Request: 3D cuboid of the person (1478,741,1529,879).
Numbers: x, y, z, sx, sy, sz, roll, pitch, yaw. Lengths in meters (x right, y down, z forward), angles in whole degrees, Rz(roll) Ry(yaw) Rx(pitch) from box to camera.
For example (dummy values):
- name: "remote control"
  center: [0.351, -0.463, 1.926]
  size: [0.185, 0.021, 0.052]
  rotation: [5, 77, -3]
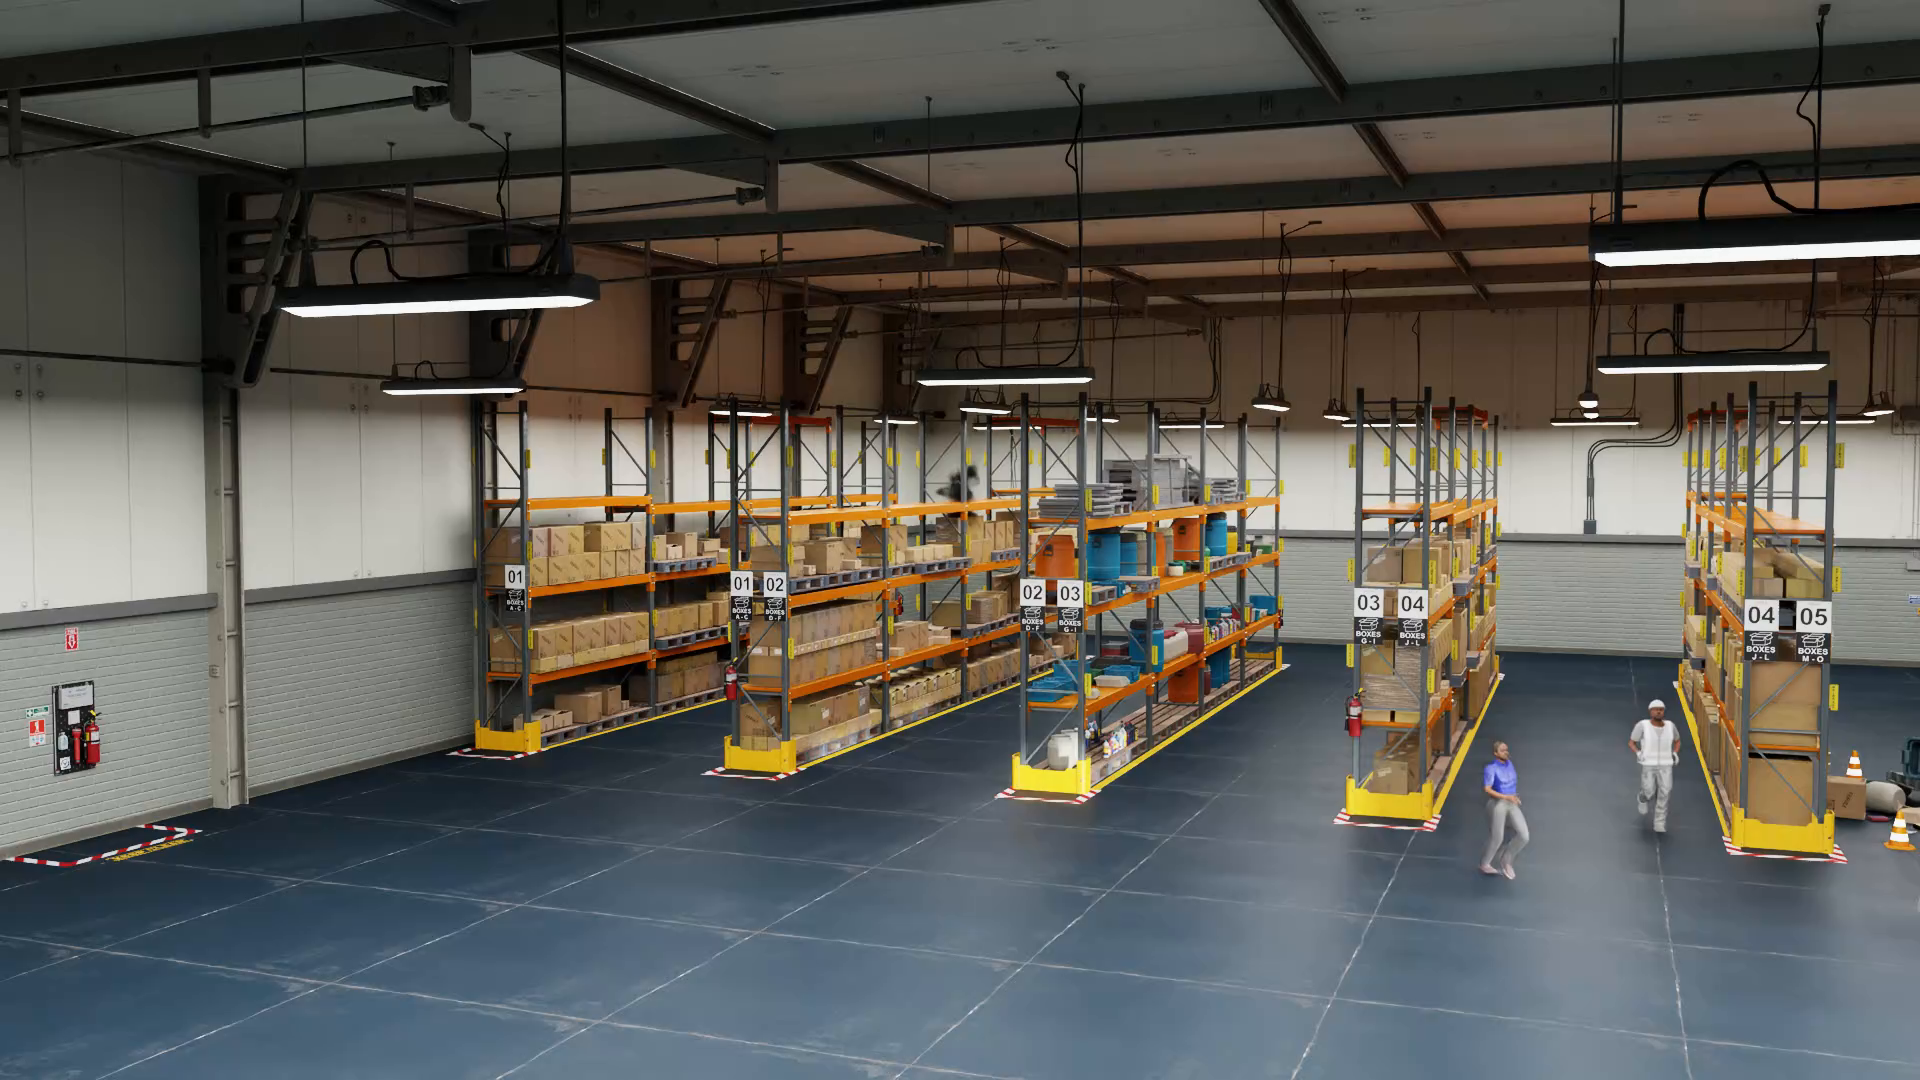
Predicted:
- name: "person"
  center: [6.500, 3.224, 19.889]
  size: [0.581, 1.651, 0.656]
  rotation: [-1, 3, -25]

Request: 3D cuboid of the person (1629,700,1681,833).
- name: "person"
  center: [9.409, 3.034, 22.461]
  size: [0.680, 1.738, 0.813]
  rotation: [1, 3, 10]
